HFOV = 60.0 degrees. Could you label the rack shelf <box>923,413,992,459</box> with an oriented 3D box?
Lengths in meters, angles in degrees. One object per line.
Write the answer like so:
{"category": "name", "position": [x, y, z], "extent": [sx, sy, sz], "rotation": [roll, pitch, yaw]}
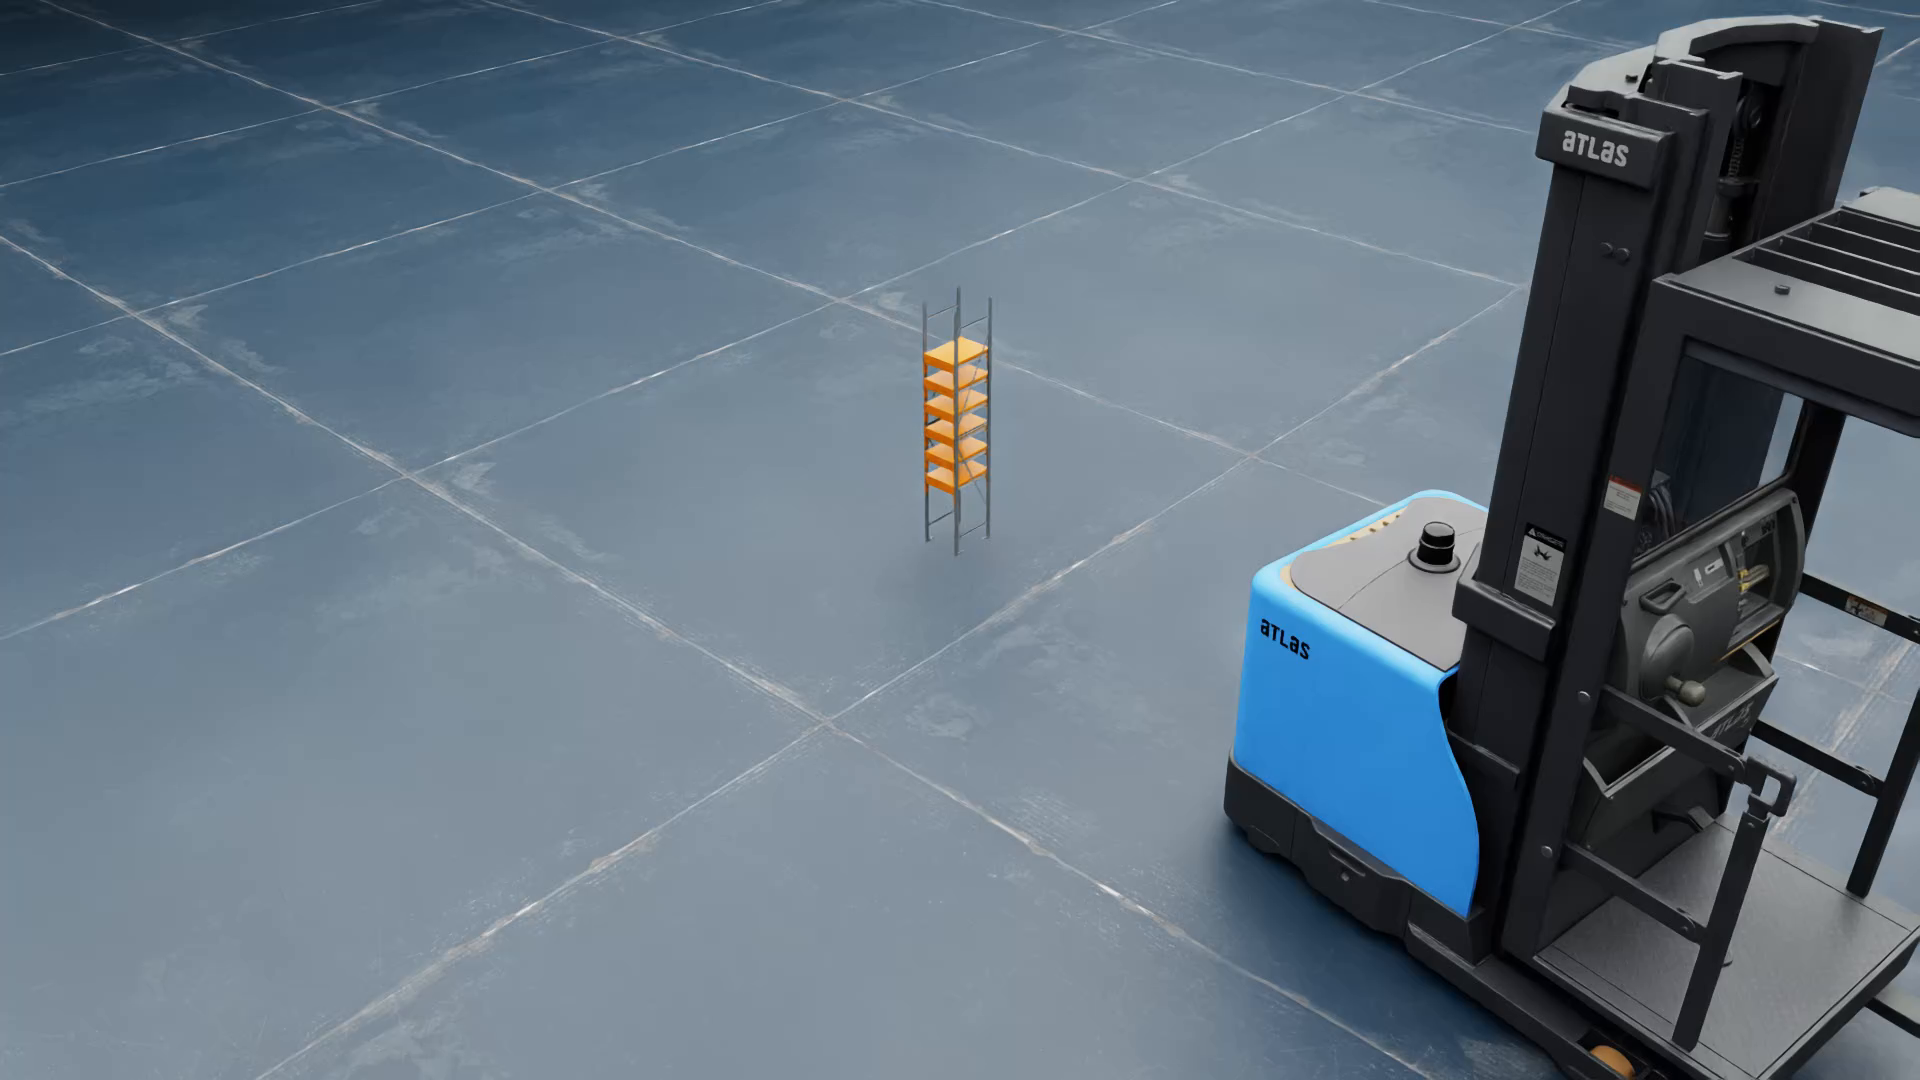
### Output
{"category": "rack shelf", "position": [-0.011, -0.481, 7.472], "extent": [0.180, 0.103, 0.258], "rotation": [25, 39, 35]}

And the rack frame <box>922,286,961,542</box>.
{"category": "rack frame", "position": [-0.079, -0.551, 7.501], "extent": [0.006, 1.200, 0.240], "rotation": [25, 39, 35]}

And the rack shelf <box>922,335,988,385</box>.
{"category": "rack shelf", "position": [-0.011, -0.789, 7.286], "extent": [0.180, 0.103, 0.258], "rotation": [25, 39, 35]}

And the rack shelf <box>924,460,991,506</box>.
{"category": "rack shelf", "position": [-0.011, -0.275, 7.596], "extent": [0.180, 0.103, 0.258], "rotation": [25, 39, 35]}

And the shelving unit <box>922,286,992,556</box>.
{"category": "shelving unit", "position": [-0.011, -0.519, 7.449], "extent": [0.189, 1.200, 0.258], "rotation": [25, 39, 35]}

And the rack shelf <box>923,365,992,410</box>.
{"category": "rack shelf", "position": [-0.011, -0.687, 7.348], "extent": [0.180, 0.103, 0.258], "rotation": [25, 39, 35]}

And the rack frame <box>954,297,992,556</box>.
{"category": "rack frame", "position": [0.057, -0.487, 7.396], "extent": [0.006, 1.200, 0.240], "rotation": [25, 39, 35]}

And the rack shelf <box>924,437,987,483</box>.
{"category": "rack shelf", "position": [-0.011, -0.378, 7.534], "extent": [0.180, 0.103, 0.258], "rotation": [25, 39, 35]}

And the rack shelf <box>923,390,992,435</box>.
{"category": "rack shelf", "position": [-0.011, -0.584, 7.410], "extent": [0.180, 0.103, 0.258], "rotation": [25, 39, 35]}

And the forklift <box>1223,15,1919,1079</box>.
{"category": "forklift", "position": [2.261, 0.209, 4.561], "extent": [1.130, 2.935, 3.031], "rotation": [-22, 38, -32]}
